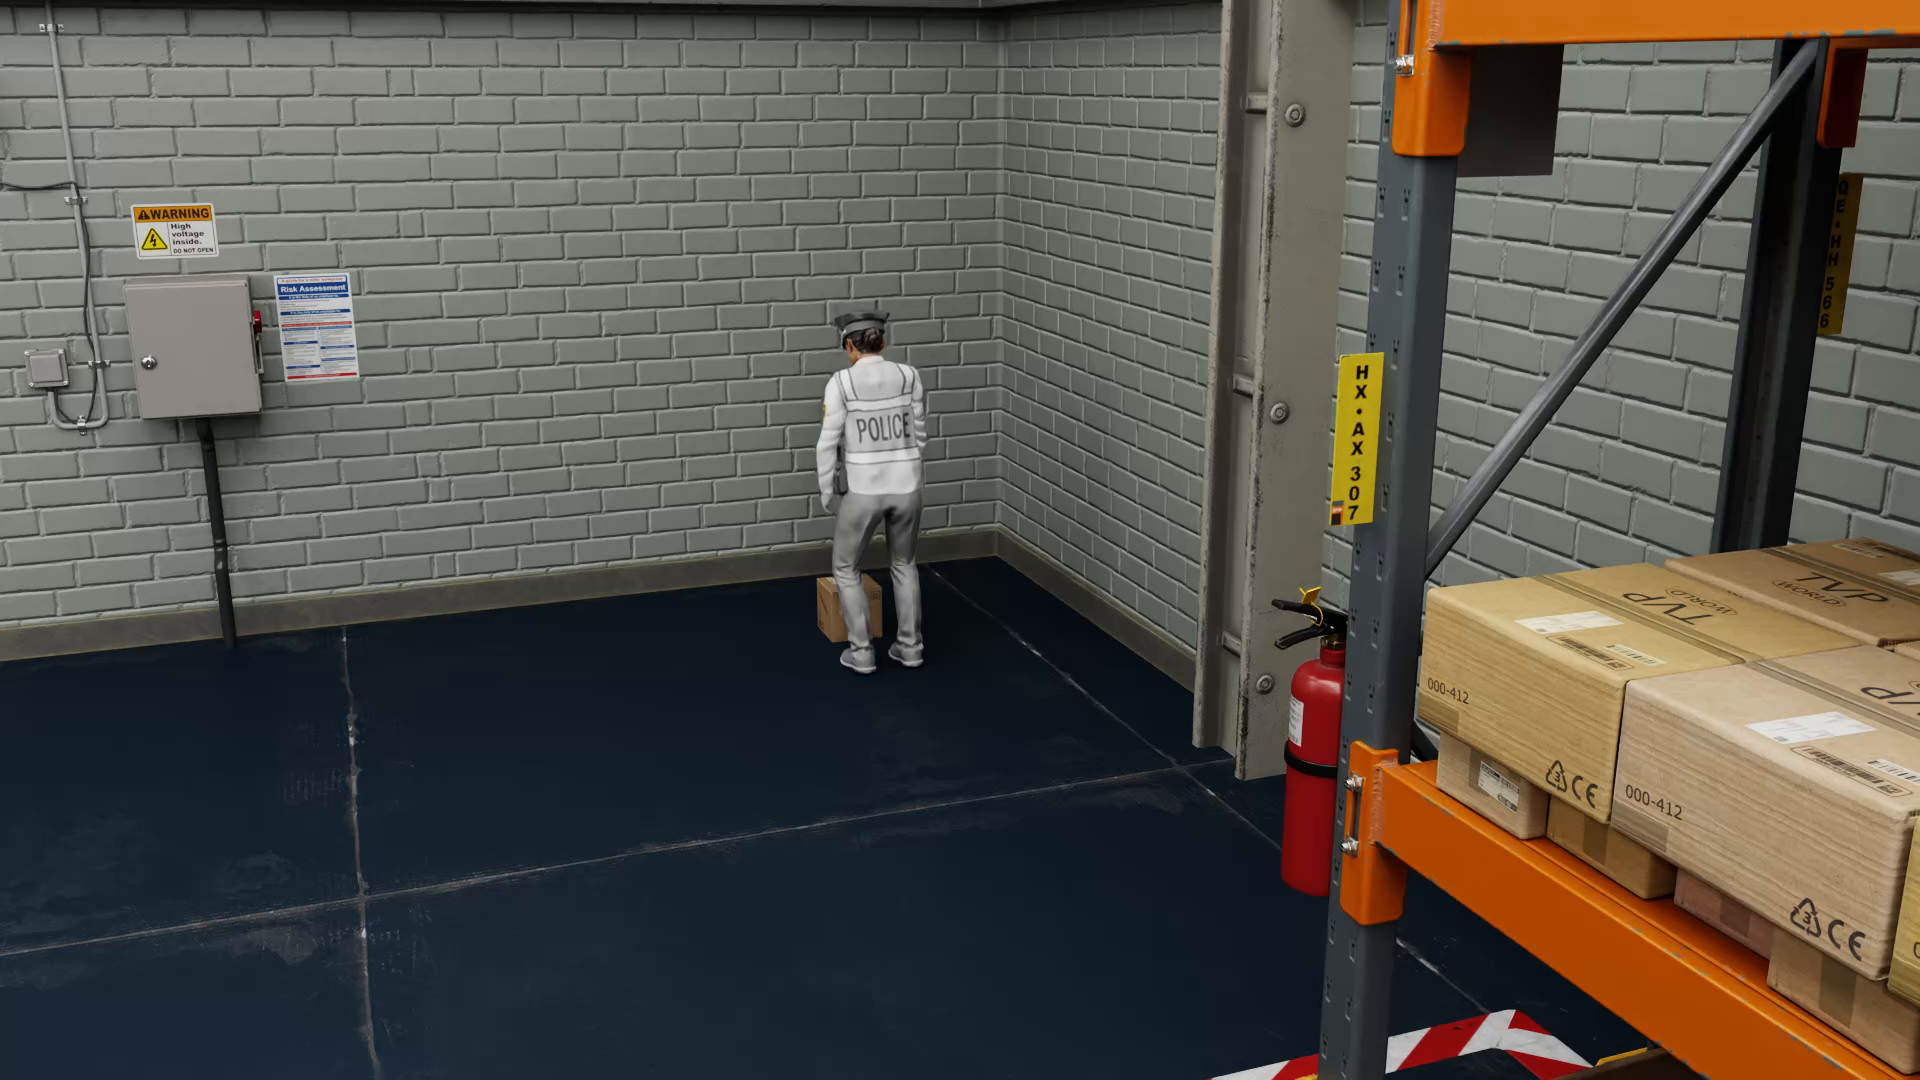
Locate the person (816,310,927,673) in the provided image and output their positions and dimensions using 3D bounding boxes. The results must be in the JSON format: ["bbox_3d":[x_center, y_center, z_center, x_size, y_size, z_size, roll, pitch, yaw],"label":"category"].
[{"bbox_3d":[-0.392,-0.209,7.382,0.504,1.616,0.465,-5,17,-19],"label":"person"}]
